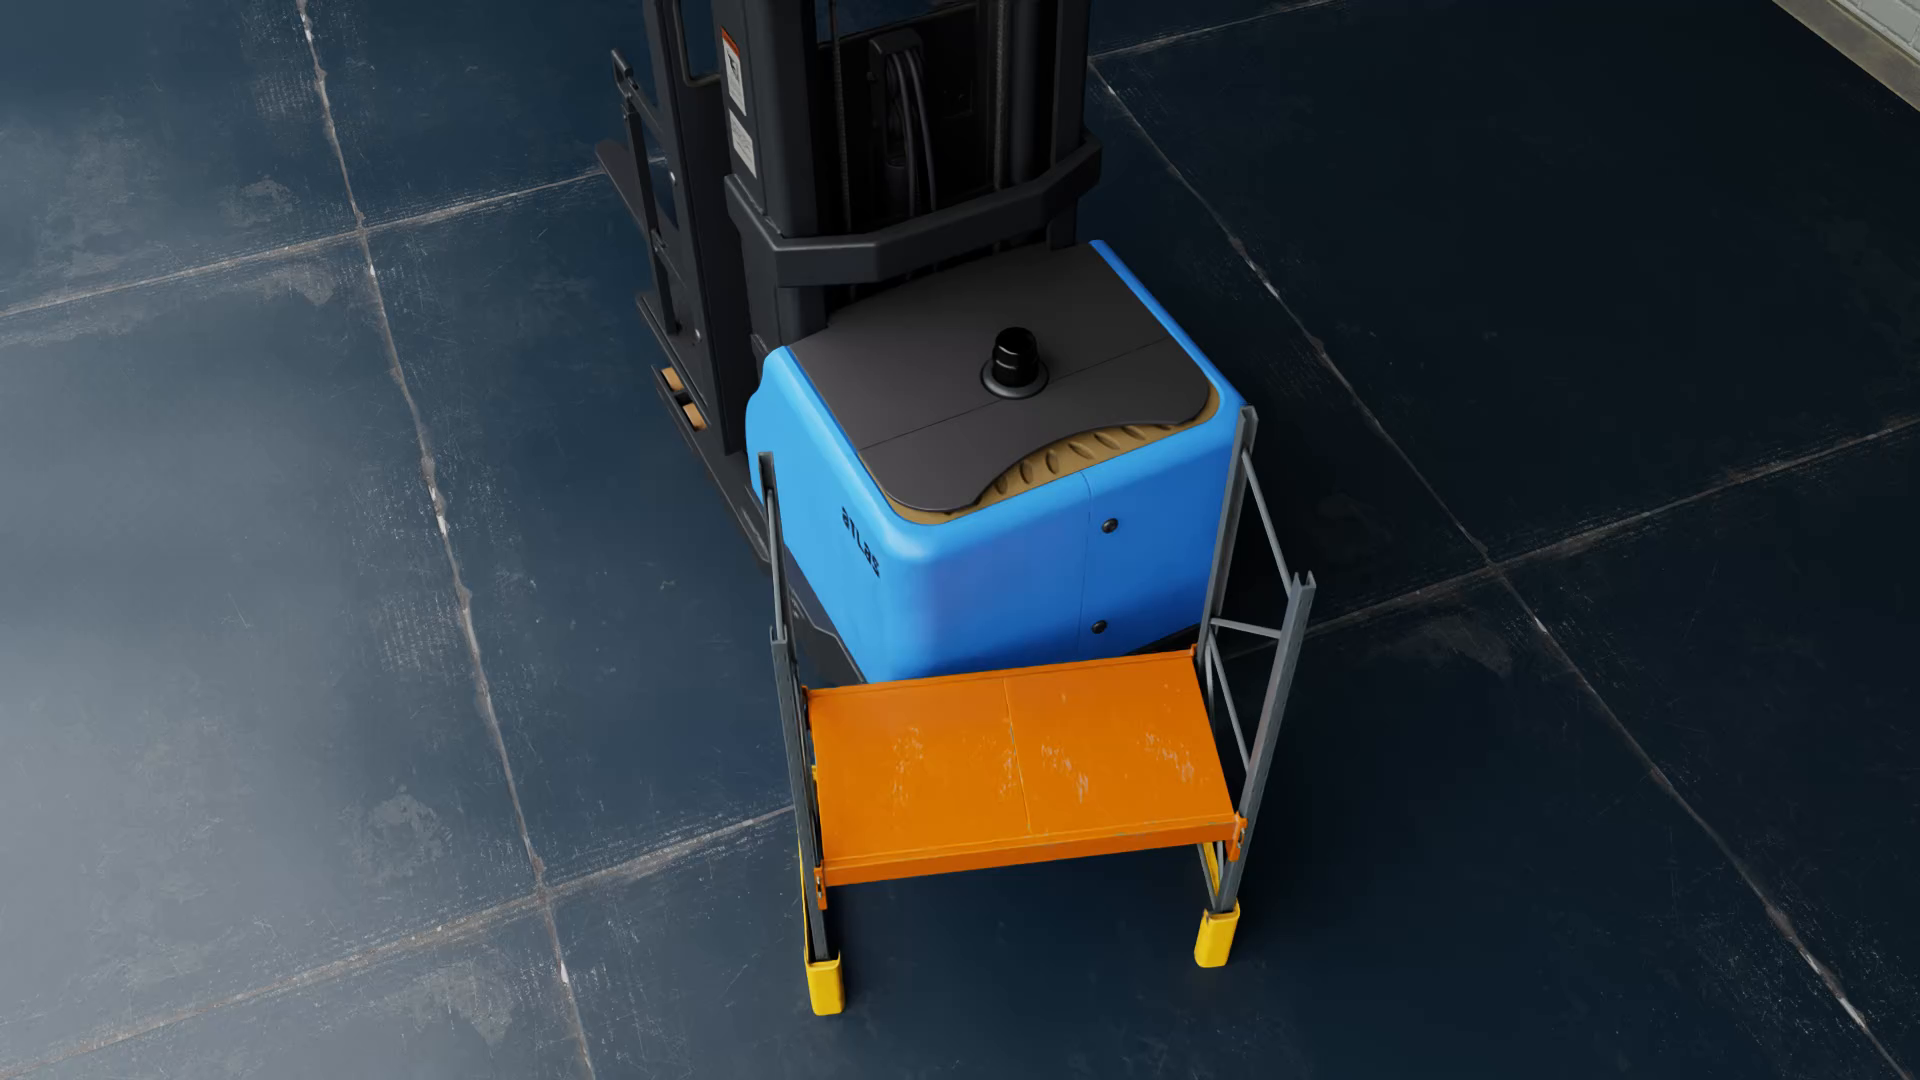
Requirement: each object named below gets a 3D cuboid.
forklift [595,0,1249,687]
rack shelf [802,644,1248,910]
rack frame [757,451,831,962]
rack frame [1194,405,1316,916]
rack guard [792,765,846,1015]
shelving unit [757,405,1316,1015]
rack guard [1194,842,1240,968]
[{"bbox_3d":[-0.376,-1.395,4.516,1.130,2.935,3.031,-21,53,-17],"label":"forklift"},{"bbox_3d":[0.134,0.561,4.017,1.000,0.185,0.538,-6,50,-5],"label":"rack shelf"},{"bbox_3d":[-0.370,0.494,3.837,0.032,1.500,0.500,-6,50,-5],"label":"rack frame"},{"bbox_3d":[0.638,0.393,3.923,0.032,1.500,0.500,-6,50,-5],"label":"rack frame"},{"bbox_3d":[-0.369,0.901,4.312,0.087,0.250,0.587,-6,50,-5],"label":"rack guard"},{"bbox_3d":[0.125,0.444,3.880,1.083,1.500,0.587,-6,50,-5],"label":"shelving unit"},{"bbox_3d":[0.619,0.803,4.396,0.087,0.250,0.587,-6,50,-5],"label":"rack guard"}]
